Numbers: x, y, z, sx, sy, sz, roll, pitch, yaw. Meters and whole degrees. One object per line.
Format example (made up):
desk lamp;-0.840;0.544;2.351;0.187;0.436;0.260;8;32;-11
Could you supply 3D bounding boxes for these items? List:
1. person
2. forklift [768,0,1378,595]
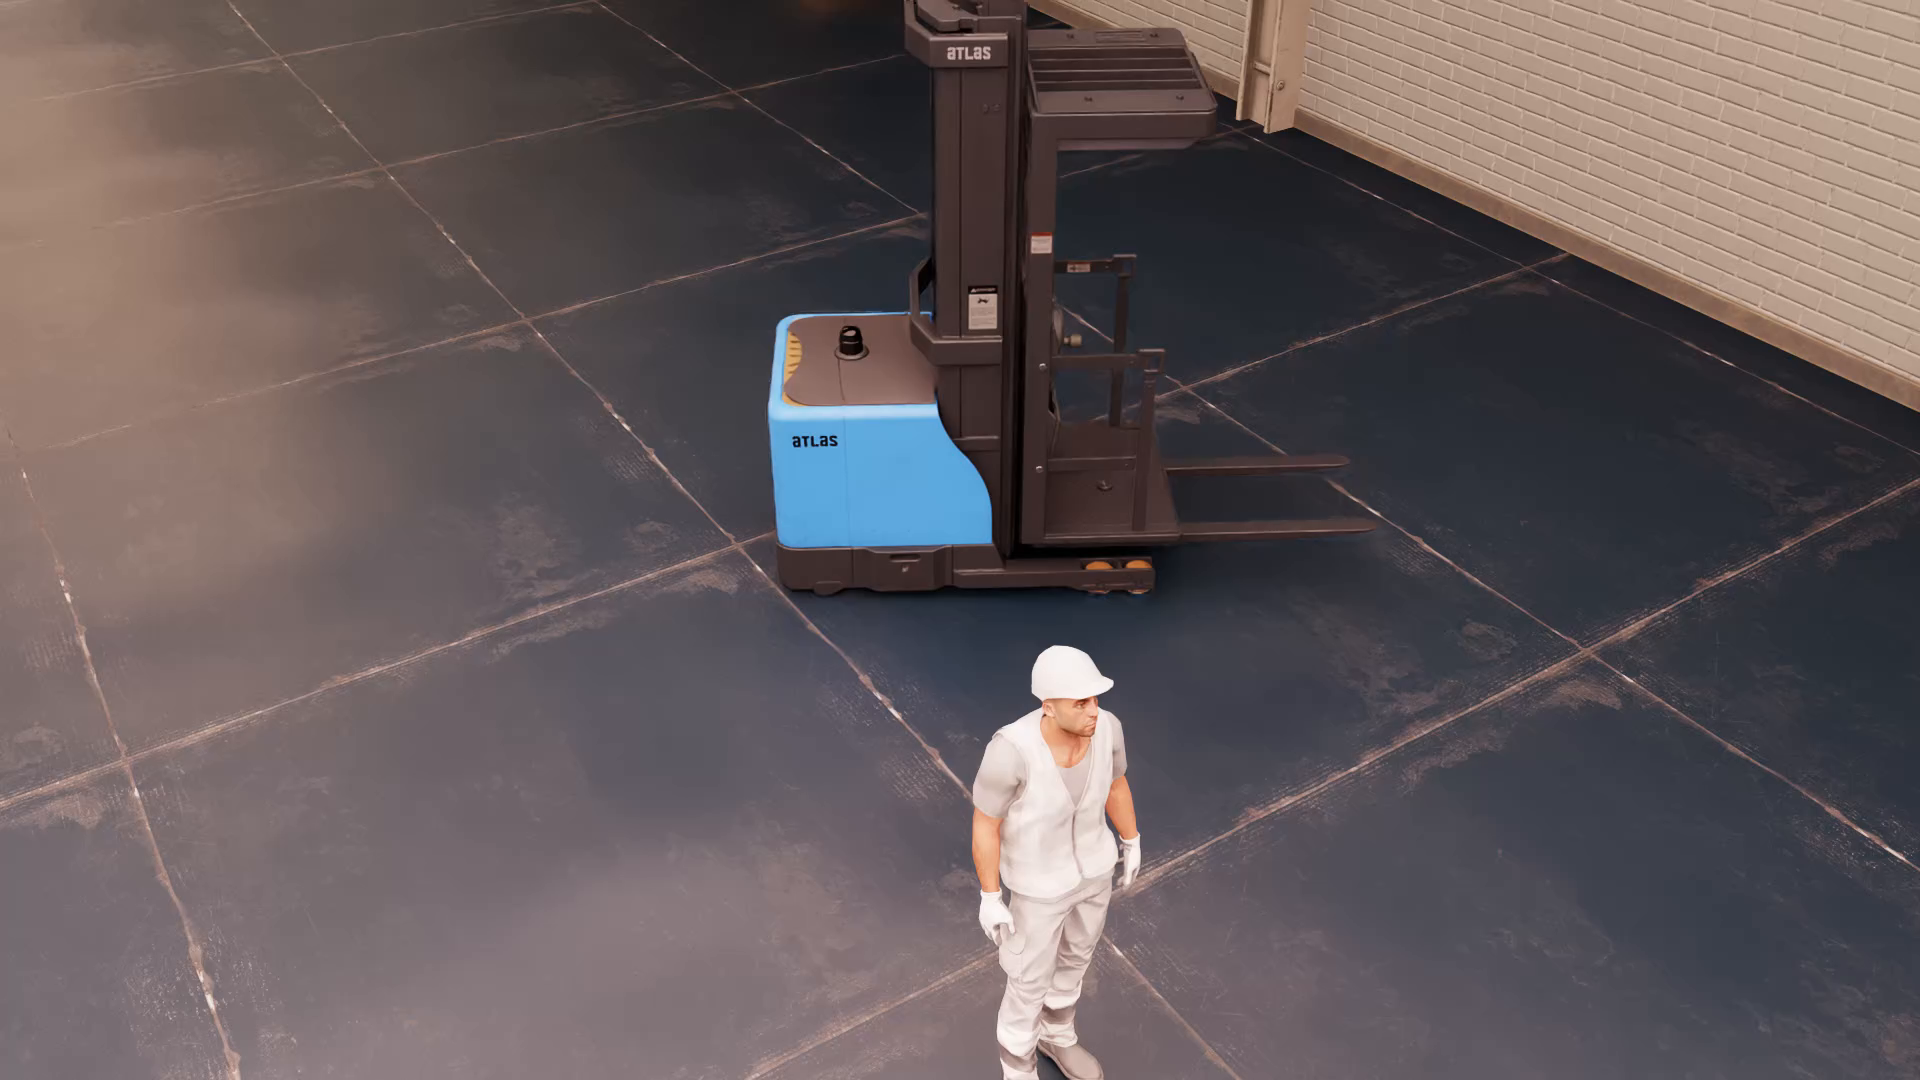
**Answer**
person;0.364;1.155;5.486;0.637;1.790;0.561;-20;40;-26
forklift;0.586;-1.232;7.901;3.031;2.935;1.130;-1;35;-2
